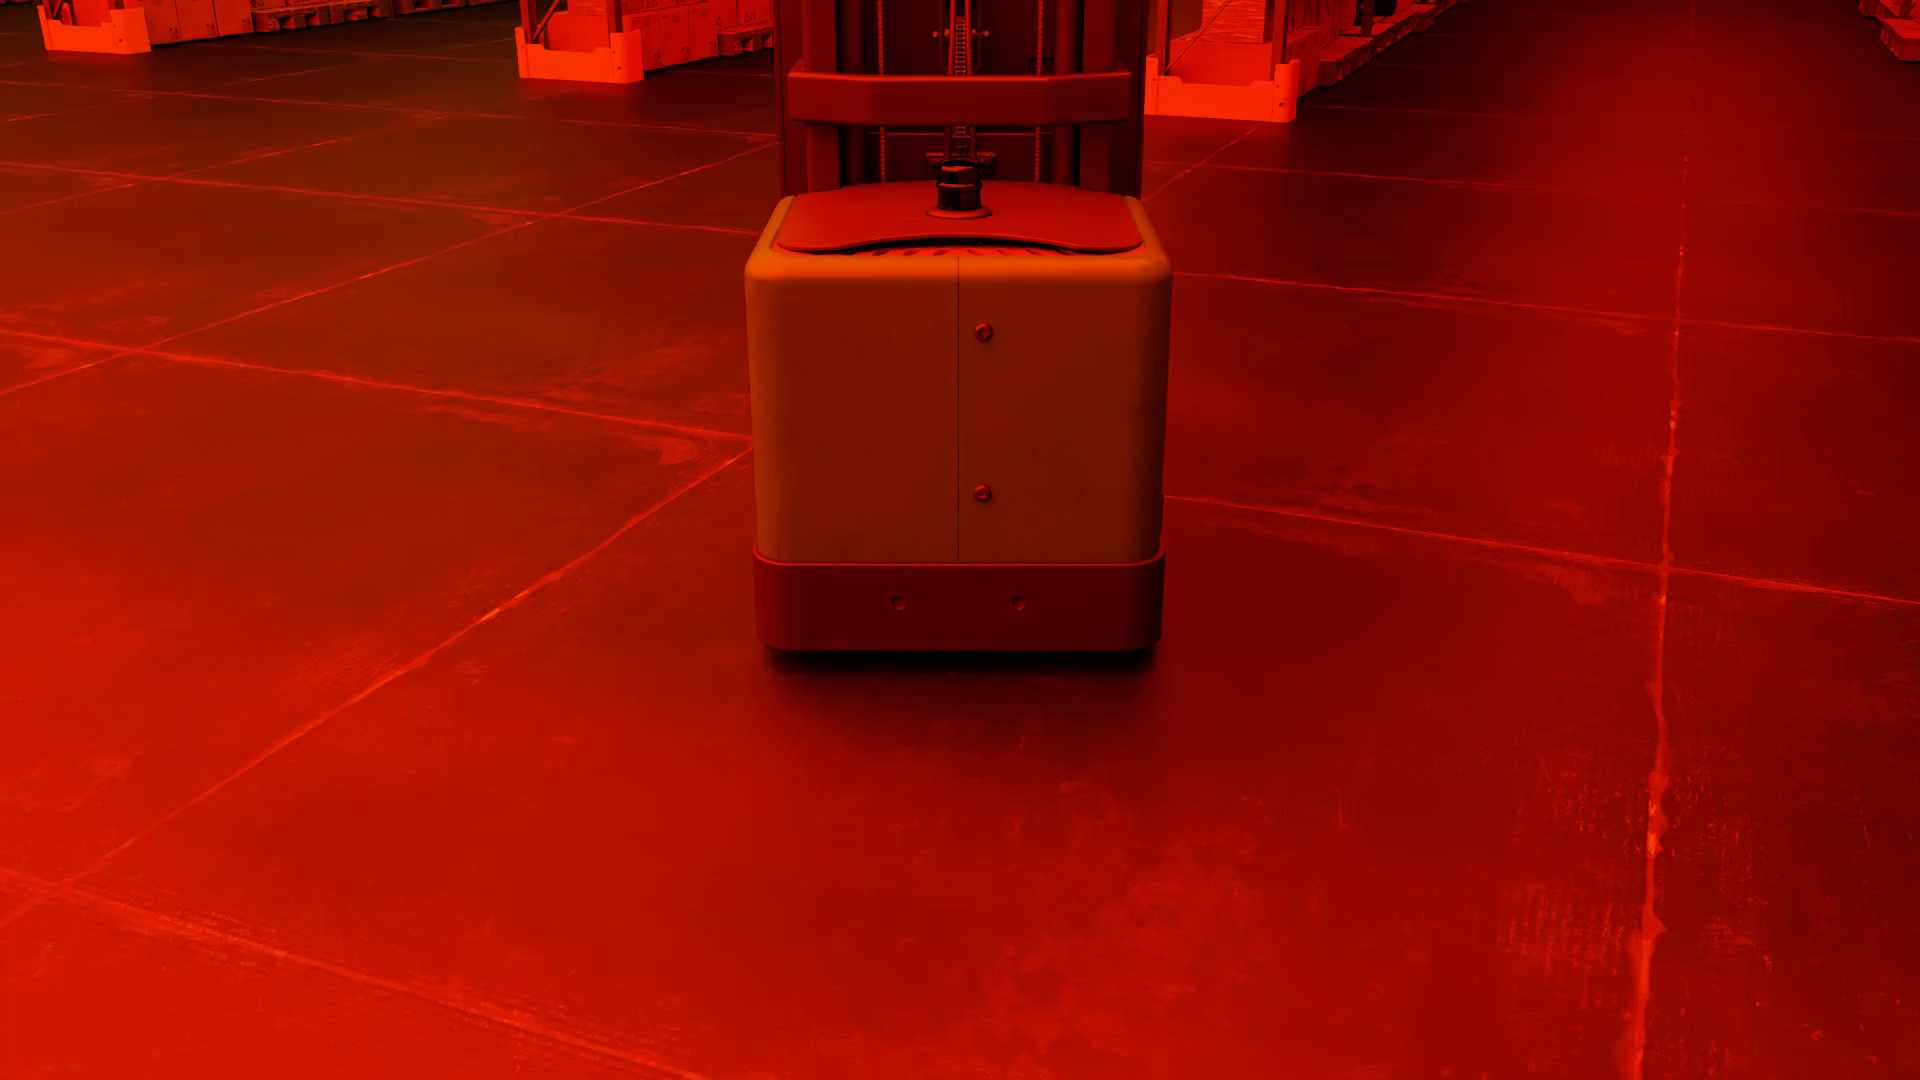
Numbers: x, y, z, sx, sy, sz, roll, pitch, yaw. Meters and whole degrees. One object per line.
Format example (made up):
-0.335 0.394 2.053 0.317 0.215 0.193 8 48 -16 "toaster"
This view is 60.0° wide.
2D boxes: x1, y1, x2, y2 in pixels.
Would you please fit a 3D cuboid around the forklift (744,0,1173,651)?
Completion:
0.002 -1.587 5.089 1.130 2.935 3.031 0 23 0 "forklift"
